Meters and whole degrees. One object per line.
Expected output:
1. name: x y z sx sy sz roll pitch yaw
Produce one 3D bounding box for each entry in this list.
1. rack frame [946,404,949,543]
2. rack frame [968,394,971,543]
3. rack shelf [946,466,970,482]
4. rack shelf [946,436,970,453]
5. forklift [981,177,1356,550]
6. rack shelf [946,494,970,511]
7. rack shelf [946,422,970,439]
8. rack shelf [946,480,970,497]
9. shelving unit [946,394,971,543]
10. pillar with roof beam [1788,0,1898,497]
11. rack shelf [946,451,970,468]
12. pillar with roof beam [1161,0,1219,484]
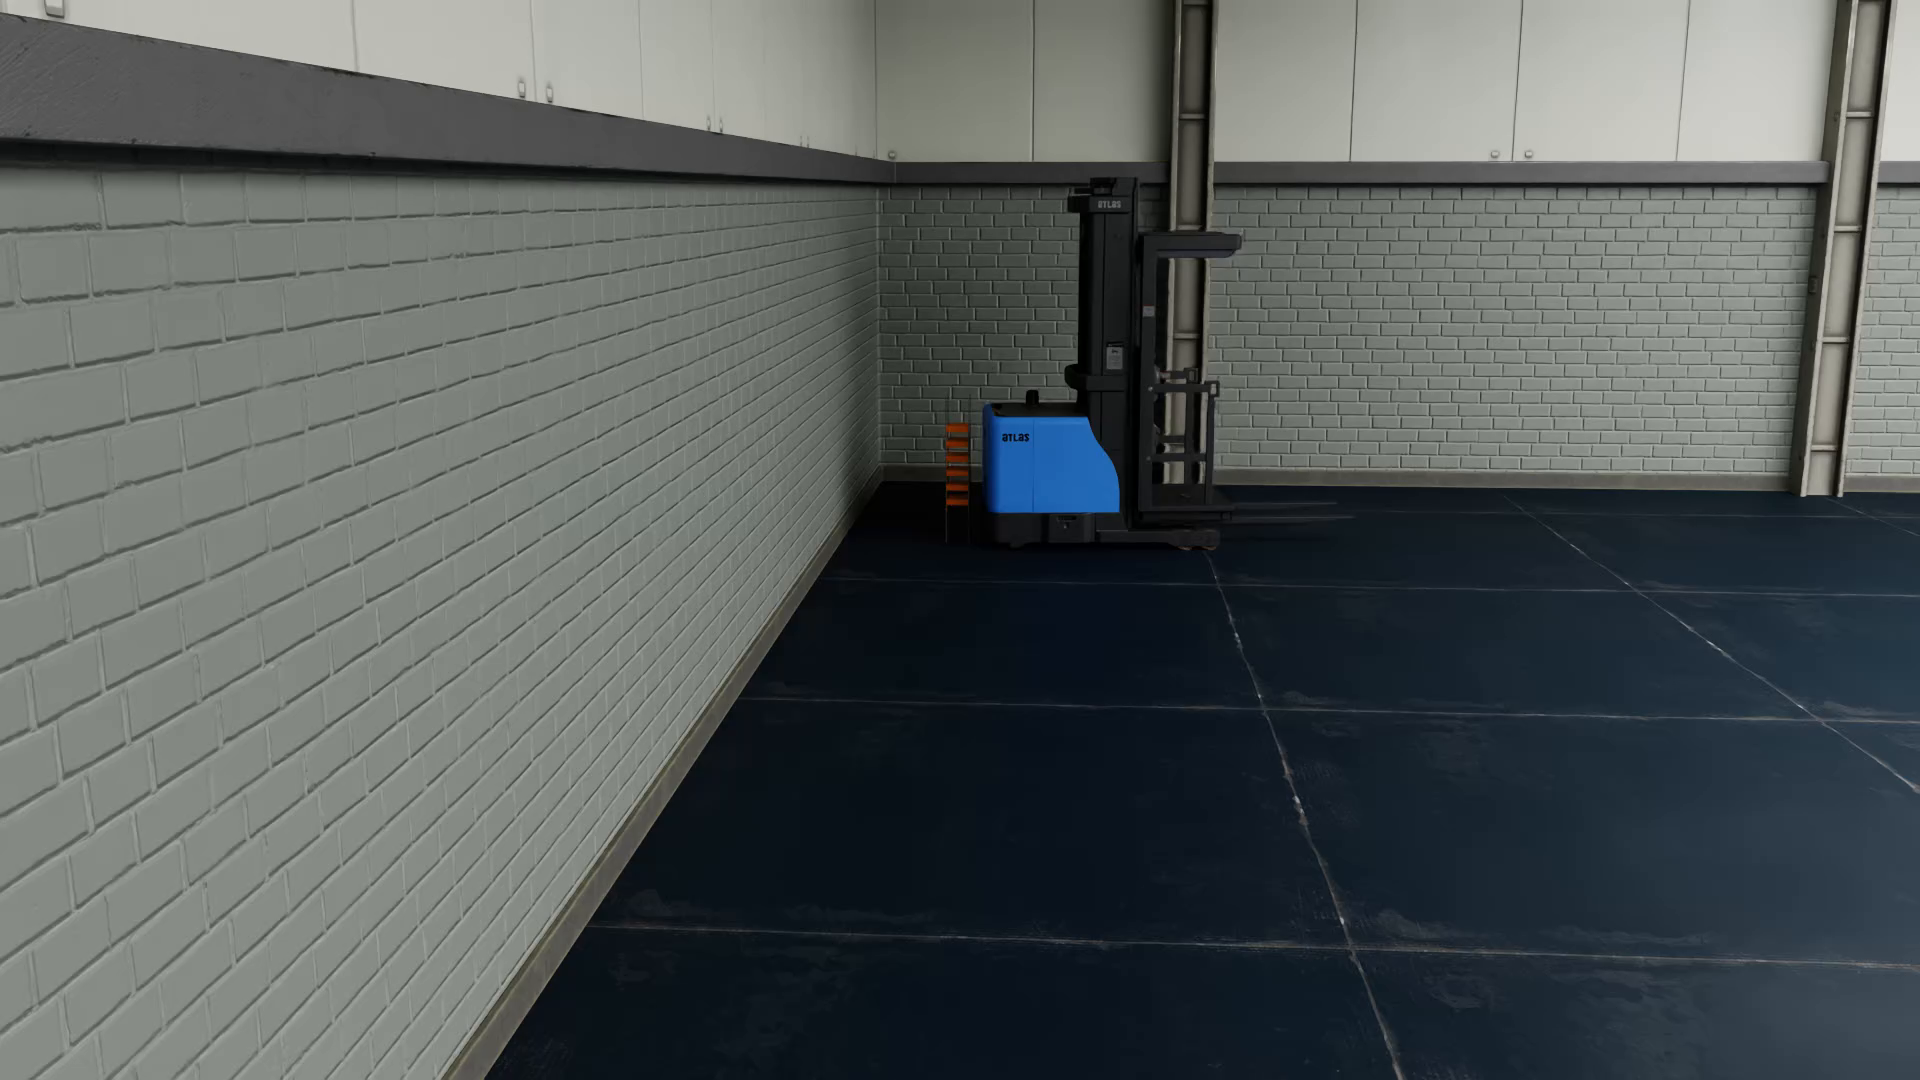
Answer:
1. rack frame: -0.106 -0.589 13.652 0.006 1.200 0.240 1 12 4
2. rack frame: 0.077 -0.586 13.640 0.006 1.200 0.240 1 12 4
3. rack shelf: -0.014 -0.544 13.655 0.180 0.103 0.258 1 12 4
4. rack shelf: -0.014 -0.779 13.606 0.180 0.103 0.258 1 12 4
5. forklift: 1.708 -1.459 13.587 3.031 2.935 1.130 0 12 -2
6. rack shelf: -0.014 -0.309 13.704 0.180 0.103 0.258 1 12 4
7. rack shelf: -0.014 -0.896 13.582 0.180 0.103 0.258 1 12 4
8. rack shelf: -0.014 -0.427 13.680 0.180 0.103 0.258 1 12 4
9. shelving unit: -0.014 -0.587 13.646 0.189 1.200 0.258 1 12 4
10. pillar with roof beam: 7.875 -3.968 10.757 0.400 9.000 9.100 1 12 4
11. rack shelf: -0.014 -0.661 13.631 0.180 0.103 0.258 1 12 4
12. pillar with roof beam: 1.888 -4.050 11.149 0.400 9.000 9.100 1 12 4
